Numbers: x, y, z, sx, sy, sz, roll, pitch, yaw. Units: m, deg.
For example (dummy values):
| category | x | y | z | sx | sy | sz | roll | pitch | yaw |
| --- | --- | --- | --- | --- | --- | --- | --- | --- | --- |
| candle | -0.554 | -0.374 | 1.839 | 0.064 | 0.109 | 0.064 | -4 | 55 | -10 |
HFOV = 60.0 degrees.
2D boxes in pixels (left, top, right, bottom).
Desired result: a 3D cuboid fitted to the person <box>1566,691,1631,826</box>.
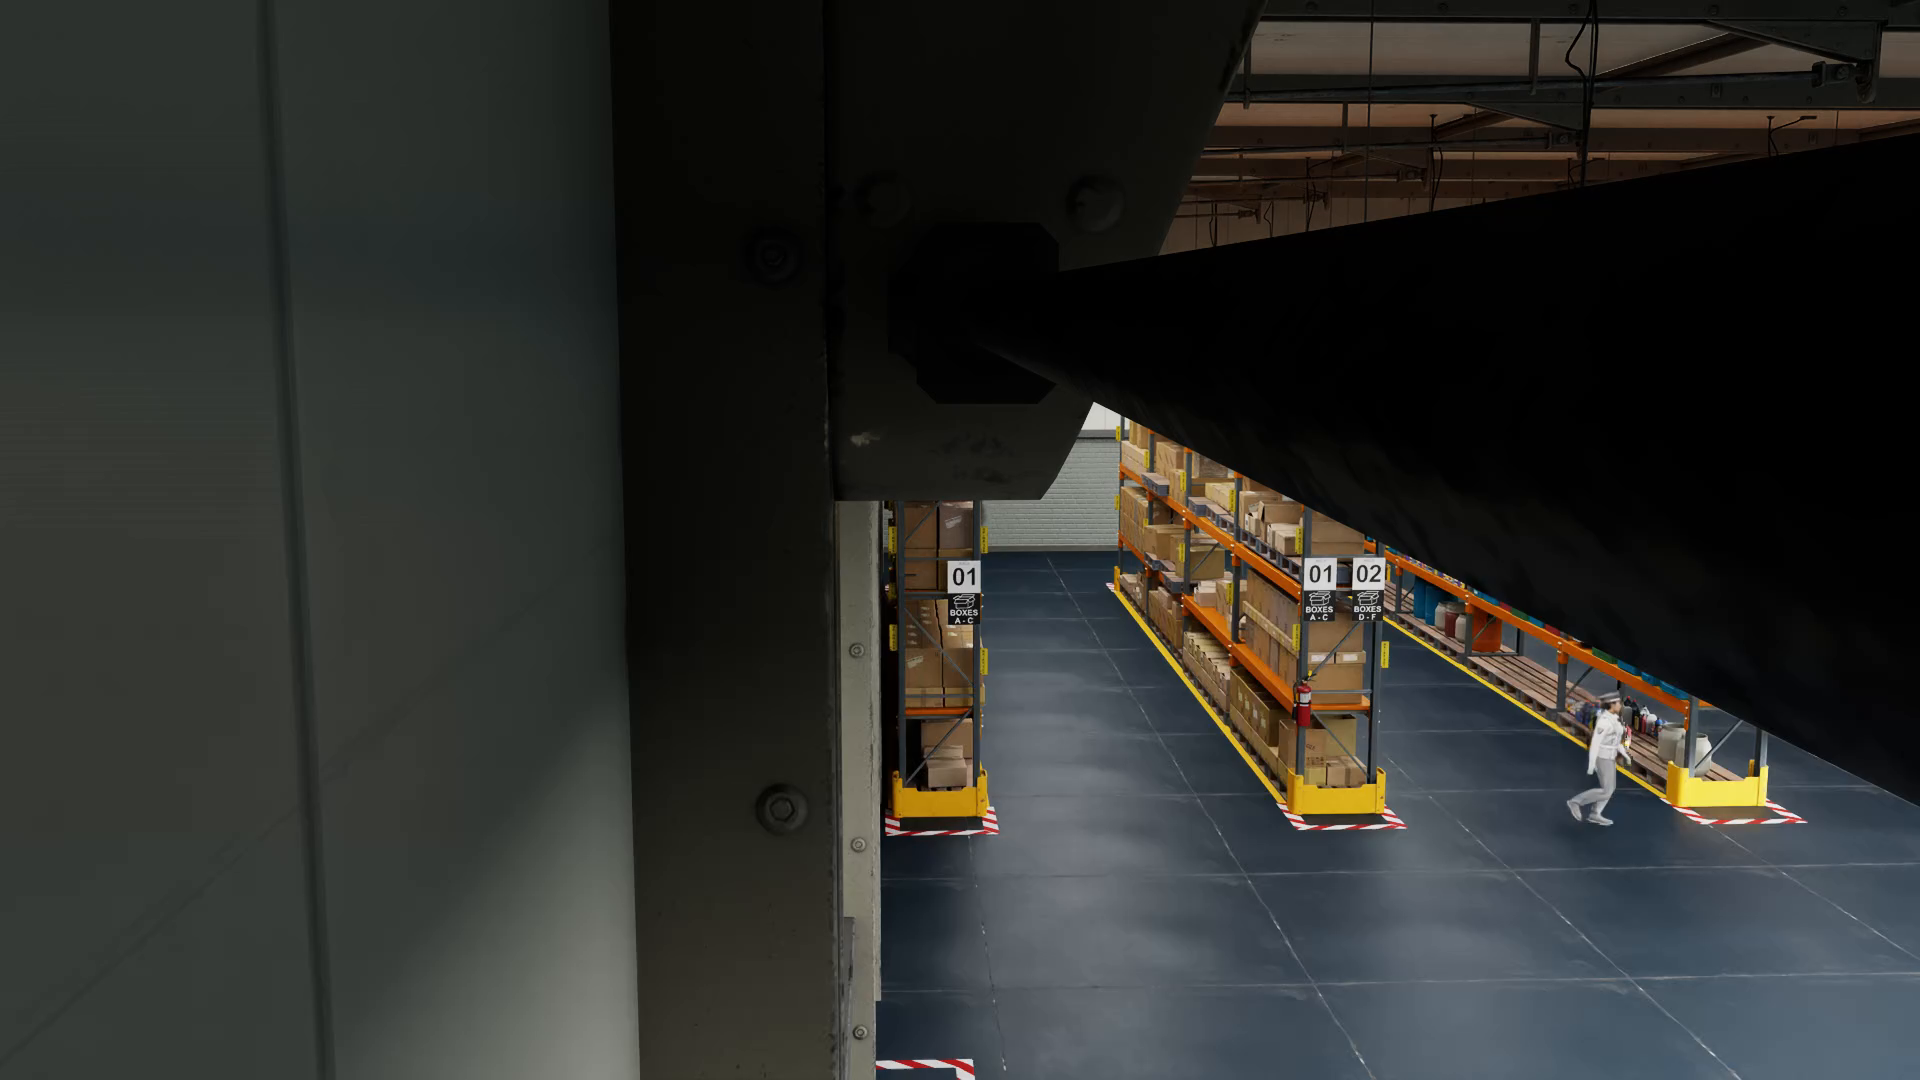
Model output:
| category | x | y | z | sx | sy | sz | roll | pitch | yaw |
| --- | --- | --- | --- | --- | --- | --- | --- | --- | --- |
| person | 7.742 | 2.634 | 20.126 | 0.658 | 1.651 | 0.639 | 4 | 9 | 28 |
